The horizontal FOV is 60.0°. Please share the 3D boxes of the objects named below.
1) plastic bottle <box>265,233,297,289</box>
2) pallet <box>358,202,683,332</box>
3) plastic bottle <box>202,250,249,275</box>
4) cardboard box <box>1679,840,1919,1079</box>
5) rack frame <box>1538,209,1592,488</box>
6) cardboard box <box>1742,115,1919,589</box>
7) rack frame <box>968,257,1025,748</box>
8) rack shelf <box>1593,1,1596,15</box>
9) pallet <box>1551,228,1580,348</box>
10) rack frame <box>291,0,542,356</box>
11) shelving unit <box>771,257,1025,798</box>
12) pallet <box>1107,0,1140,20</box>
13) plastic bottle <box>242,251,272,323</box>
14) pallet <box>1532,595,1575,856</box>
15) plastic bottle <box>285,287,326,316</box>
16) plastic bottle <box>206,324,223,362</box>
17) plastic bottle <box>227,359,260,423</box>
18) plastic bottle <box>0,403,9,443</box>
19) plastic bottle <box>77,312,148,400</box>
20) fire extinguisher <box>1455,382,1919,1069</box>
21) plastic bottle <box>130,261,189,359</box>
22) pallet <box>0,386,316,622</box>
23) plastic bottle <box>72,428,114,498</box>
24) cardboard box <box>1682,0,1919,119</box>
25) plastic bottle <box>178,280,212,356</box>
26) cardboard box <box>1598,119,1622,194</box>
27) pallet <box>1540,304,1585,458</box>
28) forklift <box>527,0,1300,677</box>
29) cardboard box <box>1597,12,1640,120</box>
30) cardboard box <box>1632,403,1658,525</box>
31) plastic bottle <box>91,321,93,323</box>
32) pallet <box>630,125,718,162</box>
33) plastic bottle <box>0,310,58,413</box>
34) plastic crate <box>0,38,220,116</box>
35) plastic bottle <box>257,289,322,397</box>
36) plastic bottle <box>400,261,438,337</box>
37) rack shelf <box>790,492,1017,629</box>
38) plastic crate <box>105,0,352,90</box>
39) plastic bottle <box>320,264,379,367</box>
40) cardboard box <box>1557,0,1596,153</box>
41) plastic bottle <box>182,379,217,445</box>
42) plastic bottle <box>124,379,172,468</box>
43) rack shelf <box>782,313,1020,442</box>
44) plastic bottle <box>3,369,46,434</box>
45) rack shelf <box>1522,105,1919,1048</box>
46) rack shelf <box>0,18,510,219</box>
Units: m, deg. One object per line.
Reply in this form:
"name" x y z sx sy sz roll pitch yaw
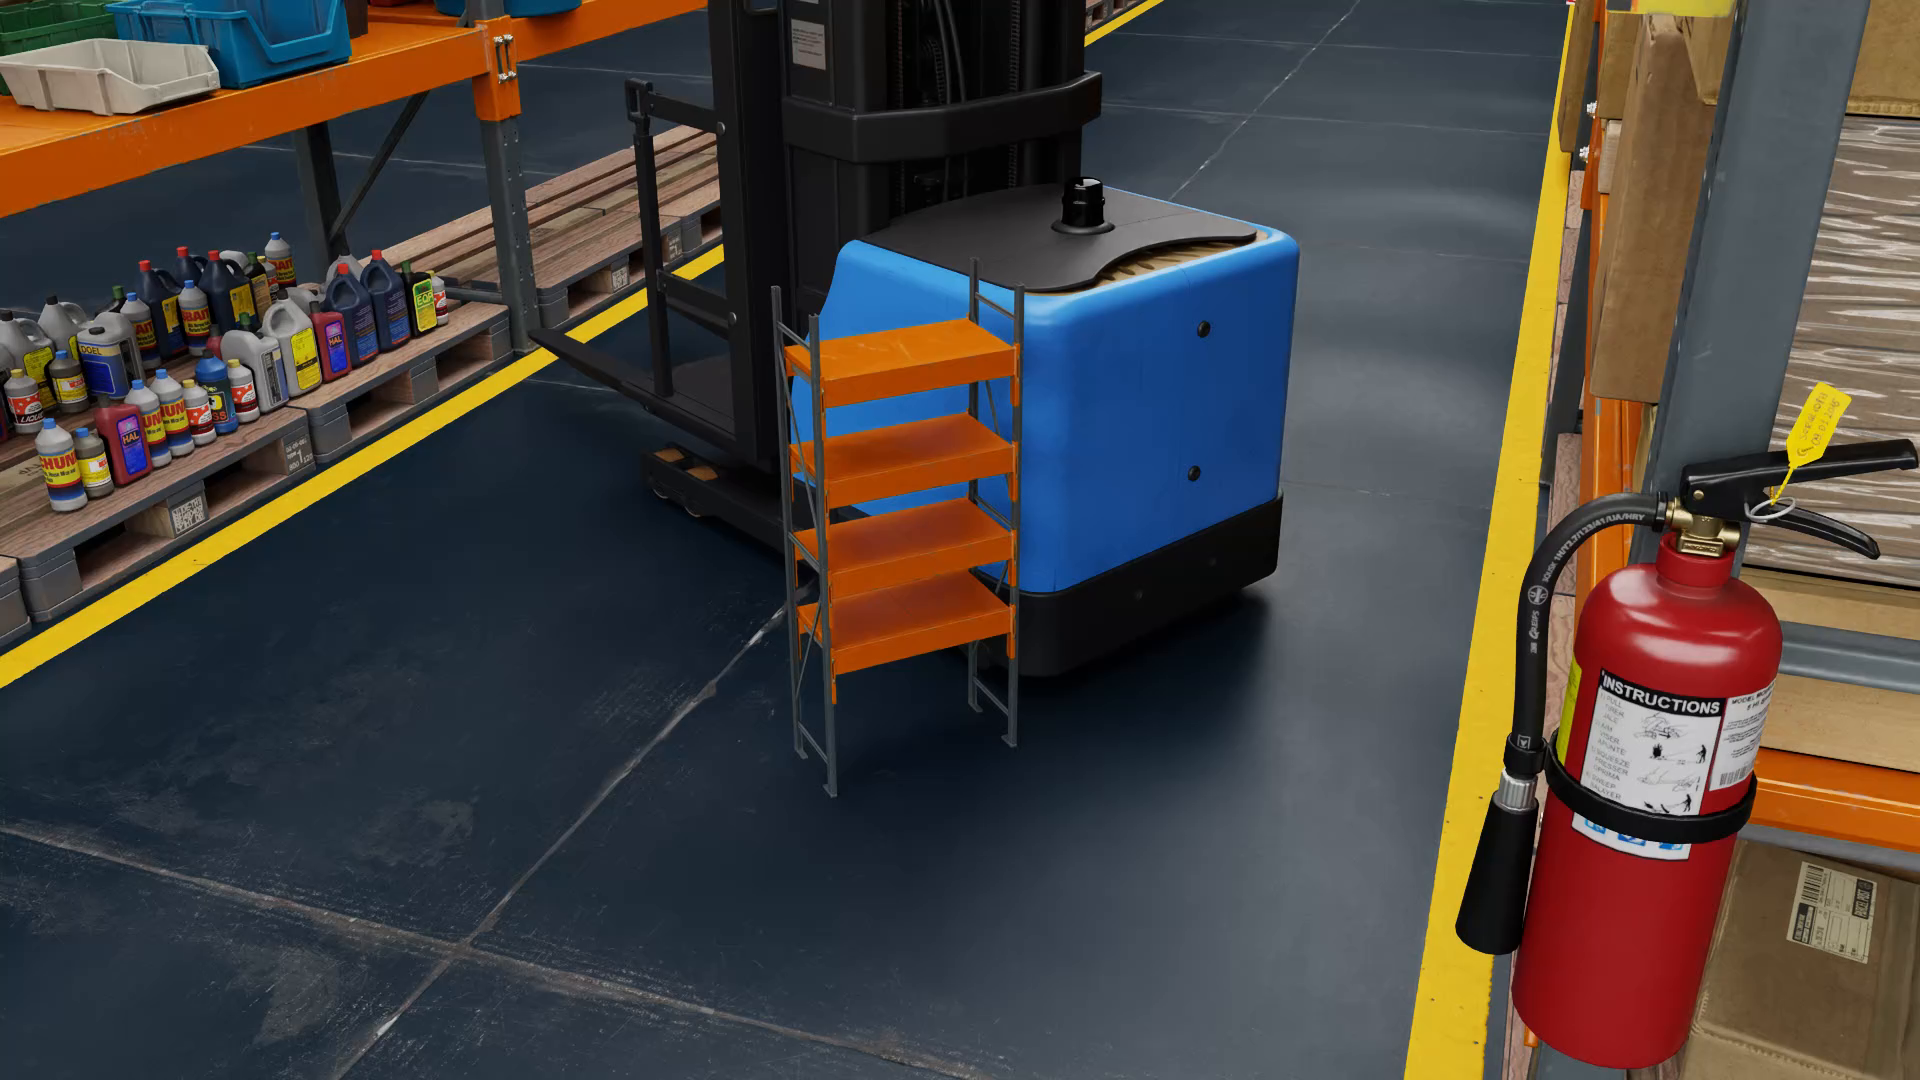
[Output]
"plastic bottle" -2.742 -1.104 6.715 0.097 0.271 0.097 0 26 0
"pallet" -1.998 -1.275 7.641 1.003 0.211 1.213 9 27 17
"plastic bottle" -2.824 -0.970 6.431 0.152 0.276 0.135 10 27 19
"cardboard box" 1.340 0.842 2.455 0.500 0.500 0.500 14 29 27
"rack frame" 2.448 -1.484 4.872 1.000 3.000 0.127 9 27 17
"cardboard box" 1.325 -0.241 1.849 0.875 0.500 0.500 9 27 17
"rack frame" 0.082 -0.066 4.009 0.015 1.200 0.240 -12 28 -24
"rack shelf" 4.444 -3.625 10.121 1.077 0.370 4.000 9 27 17
"pallet" 3.110 -1.052 7.180 1.003 0.211 1.213 9 27 17
"rack frame" -2.223 -2.202 6.356 1.000 3.000 0.127 9 27 17
"shelving unit" -0.136 -0.018 3.911 0.503 1.200 0.258 -12 28 -24
"pallet" 1.052 -5.045 15.428 1.003 0.211 1.213 9 27 17
"plastic bottle" -2.724 -0.958 6.398 0.061 0.283 0.133 9 27 17
"pallet" 1.853 0.556 3.860 1.003 0.211 1.213 9 27 17
"plastic bottle" -2.377 -0.800 6.080 0.152 0.276 0.135 9 27 17
"plastic bottle" -2.495 -0.608 5.676 0.061 0.283 0.133 9 27 17
"plastic bottle" -2.408 -0.504 5.554 0.097 0.201 0.097 0 26 0
"plastic bottle" -3.146 -0.436 5.321 0.061 0.283 0.133 9 27 17
"plastic bottle" -2.939 -0.639 5.748 0.152 0.276 0.135 9 27 17
"fire extinguisher" 0.644 0.175 1.535 0.296 0.674 0.183 9 27 17
"plastic bottle" -2.946 -0.858 6.116 0.144 0.351 0.185 8 27 15
"pallet" -2.890 -0.174 5.367 1.003 0.211 1.213 9 27 17
"plastic bottle" -2.622 -0.239 5.008 0.097 0.201 0.097 0 26 0
"cardboard box" 1.067 -0.731 1.713 0.500 0.500 0.500 9 27 17
"plastic bottle" -2.817 -0.823 6.134 0.097 0.271 0.097 0 26 0
"cardboard box" 1.744 -0.917 3.991 0.380 0.149 0.250 9 27 17
"pallet" 2.705 -0.549 6.141 1.003 0.211 1.213 9 27 17
"forklift" -0.413 -1.523 5.031 1.130 2.935 3.031 -21 33 -37
"cardboard box" 2.040 -1.286 4.008 0.875 0.500 0.500 9 27 17
"cardboard box" 1.135 -0.087 2.275 0.380 0.149 0.250 9 27 17
"plastic bottle" -3.062 -0.678 5.915 0.097 0.201 0.097 0 26 0
"pallet" -1.186 -2.278 9.712 1.003 0.211 1.213 9 27 17
"plastic bottle" -3.149 -0.607 5.597 0.144 0.351 0.185 10 28 20
"plastic crate" -2.525 -1.379 4.959 0.530 0.136 0.437 9 27 17
"plastic bottle" -2.337 -0.690 5.767 0.144 0.351 0.185 9 27 17
"plastic bottle" -2.072 -0.932 6.344 0.061 0.283 0.133 10 28 20
"rack shelf" -0.136 0.042 3.940 0.480 0.148 0.258 -12 28 -24
"plastic crate" -2.335 -1.641 5.367 0.499 0.251 0.616 9 27 17
"plastic bottle" -2.229 -0.822 6.041 0.144 0.351 0.185 7 27 15
"cardboard box" 4.028 -2.641 9.218 1.225 0.875 0.875 7 27 15
"plastic bottle" -2.477 -0.419 5.380 0.097 0.201 0.097 0 26 0
"plastic bottle" -2.543 -0.369 5.196 0.097 0.271 0.097 0 26 0
"rack shelf" -0.136 -0.372 3.740 0.480 0.148 0.258 -12 28 -24
"plastic bottle" -3.077 -0.461 5.466 0.097 0.201 0.097 0 26 0
"rack shelf" 1.782 -0.338 3.331 1.077 0.370 4.000 9 27 17
"rack shelf" -2.889 -1.056 4.815 1.077 0.370 4.000 9 27 17
